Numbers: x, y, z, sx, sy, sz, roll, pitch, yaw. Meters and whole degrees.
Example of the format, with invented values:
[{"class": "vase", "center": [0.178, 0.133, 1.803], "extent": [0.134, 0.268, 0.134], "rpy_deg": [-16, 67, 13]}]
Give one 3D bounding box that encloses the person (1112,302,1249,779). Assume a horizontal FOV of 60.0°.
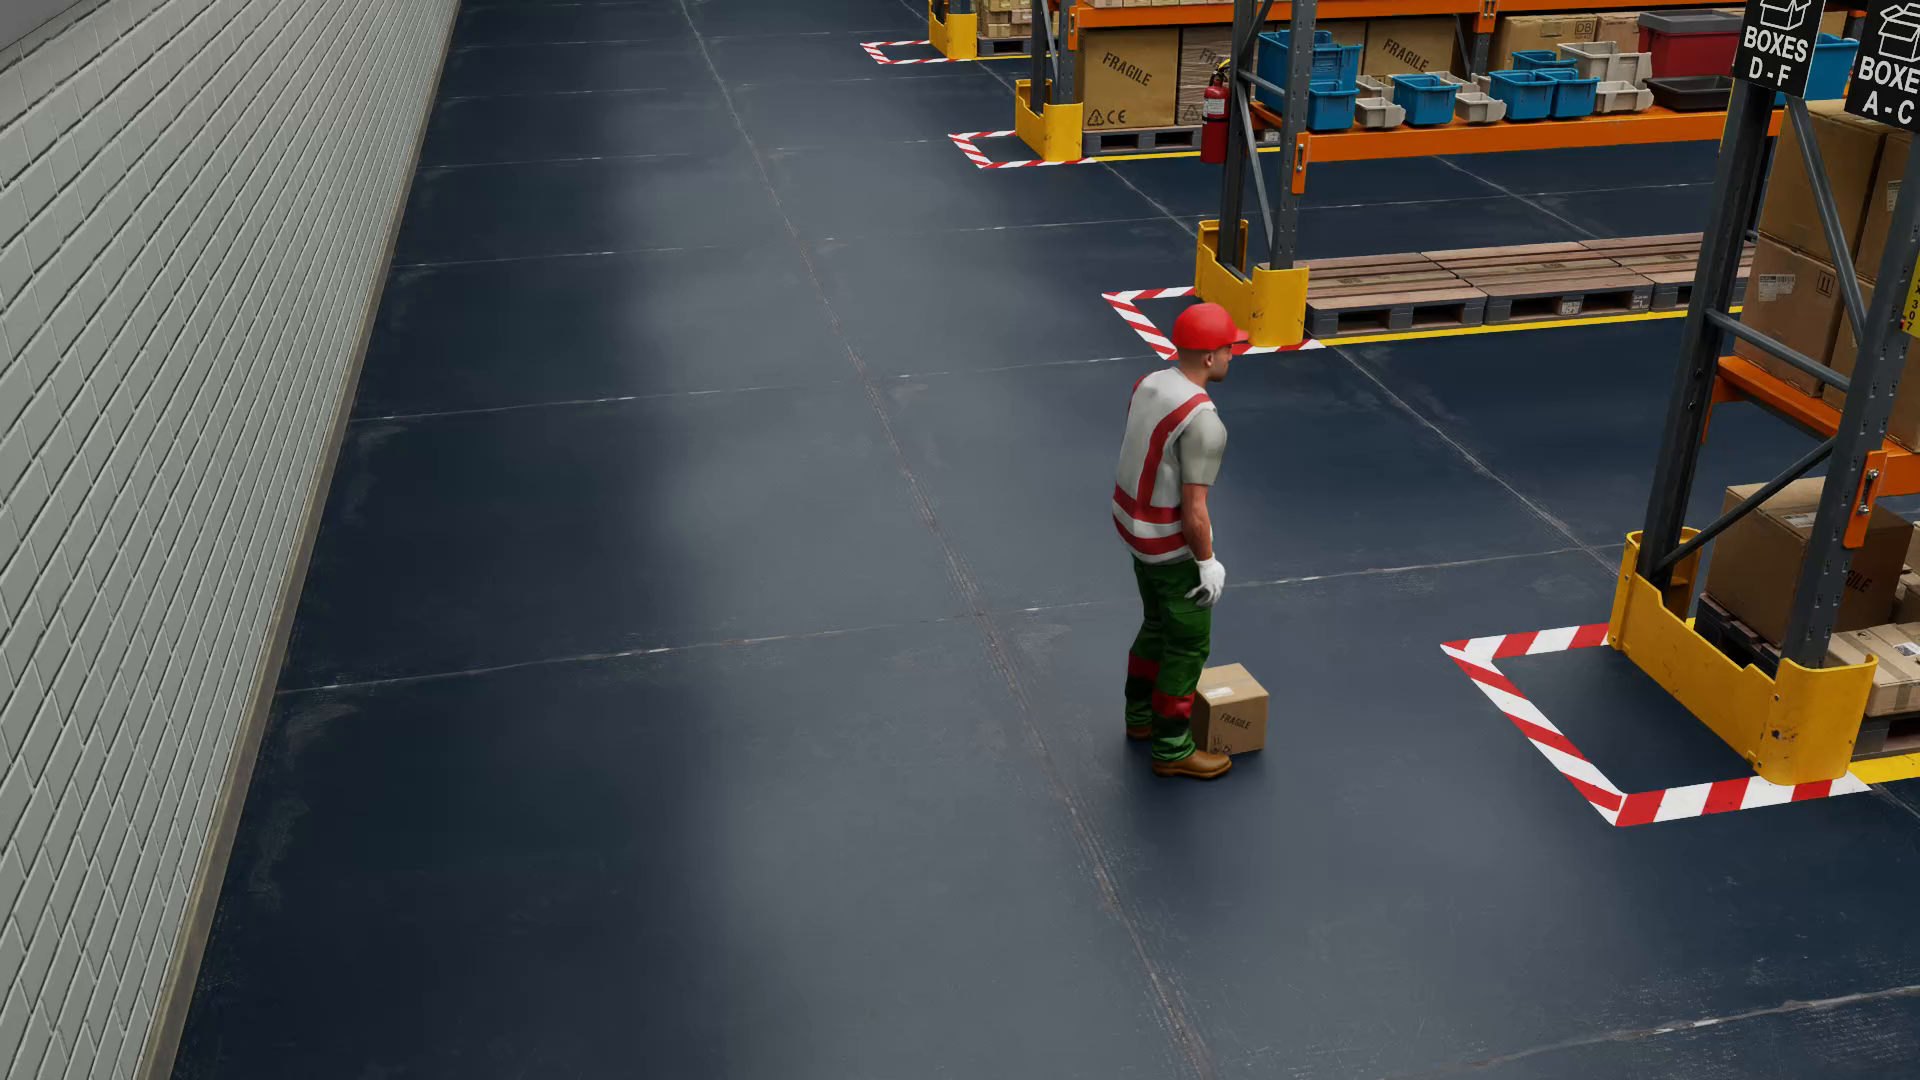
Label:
[{"class": "person", "center": [0.800, 0.000, 6.100], "extent": [0.452, 1.777, 0.610], "rpy_deg": [-7, 27, -14]}]
